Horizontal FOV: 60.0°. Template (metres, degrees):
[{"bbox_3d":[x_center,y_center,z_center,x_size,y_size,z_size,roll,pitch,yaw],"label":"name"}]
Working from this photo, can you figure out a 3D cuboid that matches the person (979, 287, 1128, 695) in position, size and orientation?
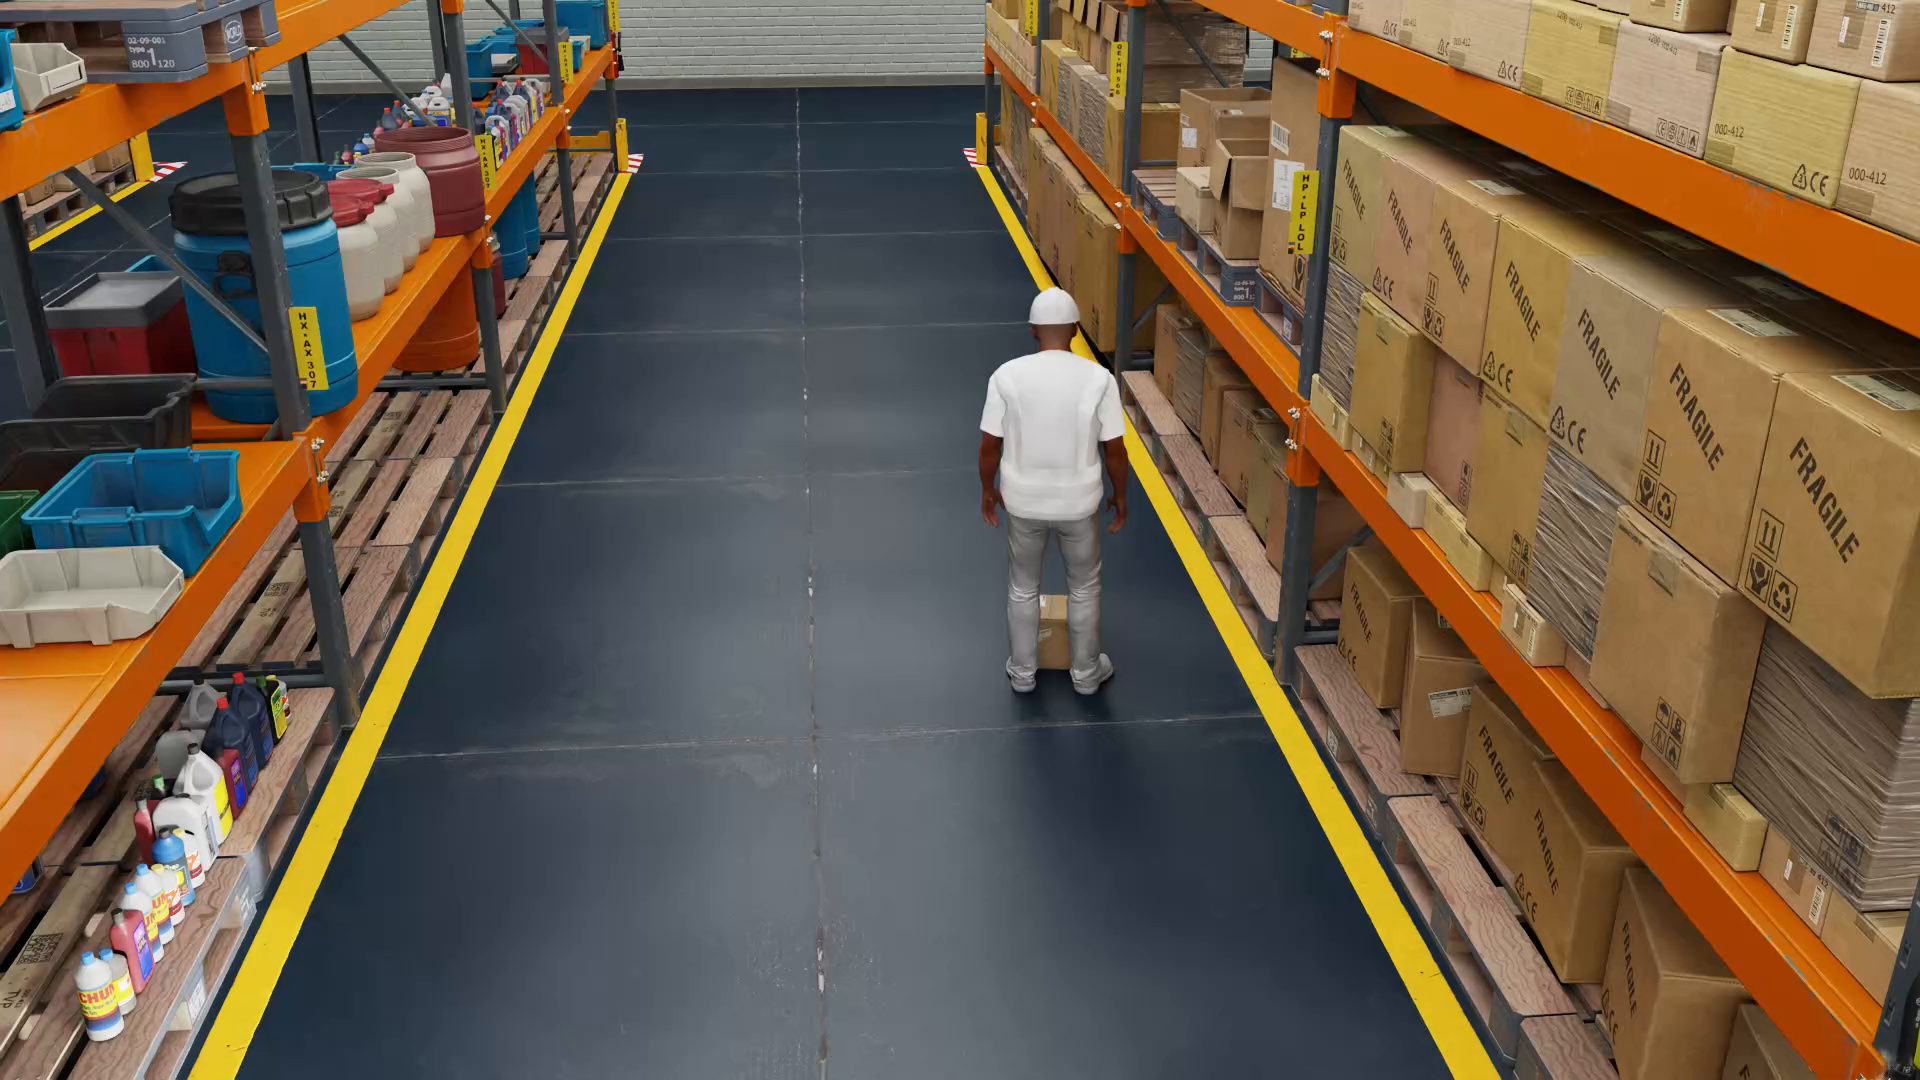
[{"bbox_3d":[0.394,-0.187,7.004,0.627,1.761,0.457,3,24,8],"label":"person"}]
